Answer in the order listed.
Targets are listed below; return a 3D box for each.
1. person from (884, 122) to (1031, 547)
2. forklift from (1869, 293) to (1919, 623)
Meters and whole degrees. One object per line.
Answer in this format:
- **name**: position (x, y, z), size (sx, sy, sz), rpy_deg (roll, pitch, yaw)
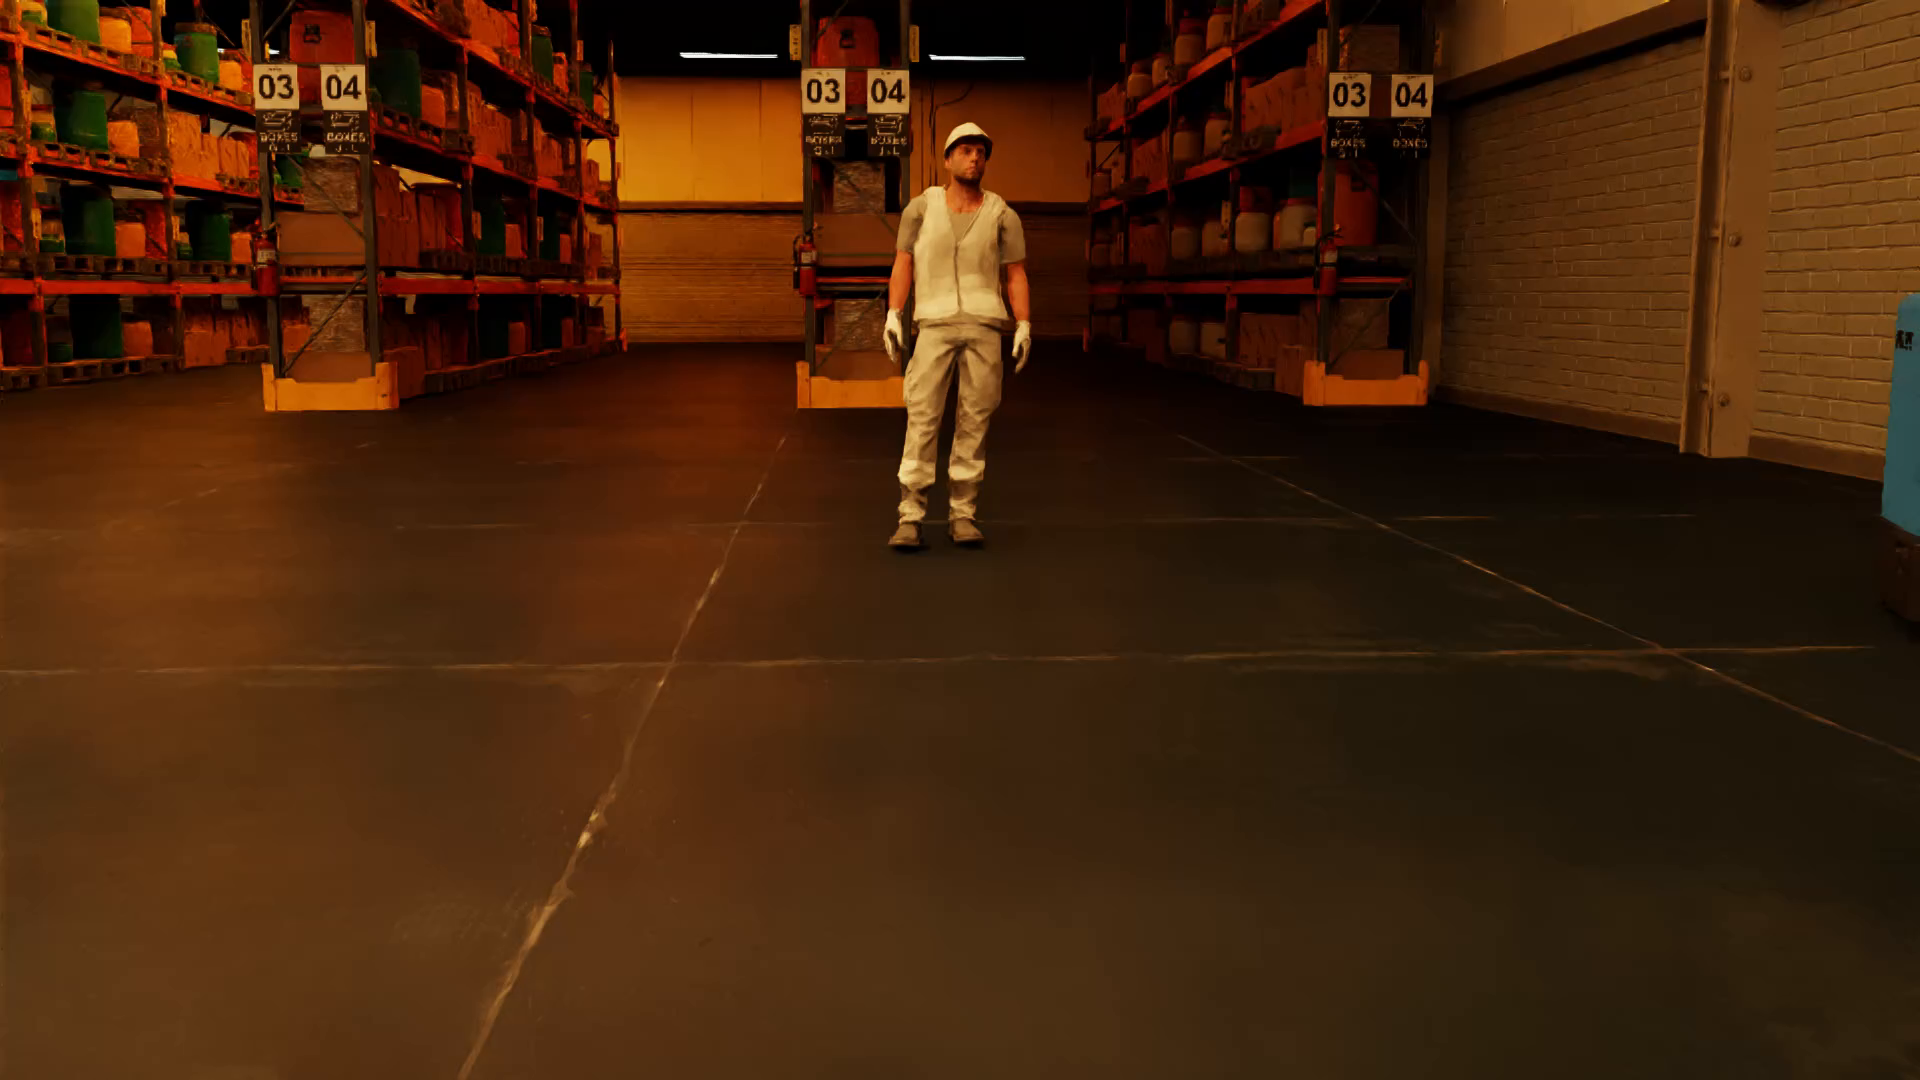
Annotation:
- **person**: position (-0.006, -0.880, 7.097), size (0.637, 1.787, 0.563), rpy_deg (-1, 8, -4)
- **forklift**: position (3.259, -1.002, 4.075), size (1.130, 2.935, 3.031), rpy_deg (2, 9, 16)
